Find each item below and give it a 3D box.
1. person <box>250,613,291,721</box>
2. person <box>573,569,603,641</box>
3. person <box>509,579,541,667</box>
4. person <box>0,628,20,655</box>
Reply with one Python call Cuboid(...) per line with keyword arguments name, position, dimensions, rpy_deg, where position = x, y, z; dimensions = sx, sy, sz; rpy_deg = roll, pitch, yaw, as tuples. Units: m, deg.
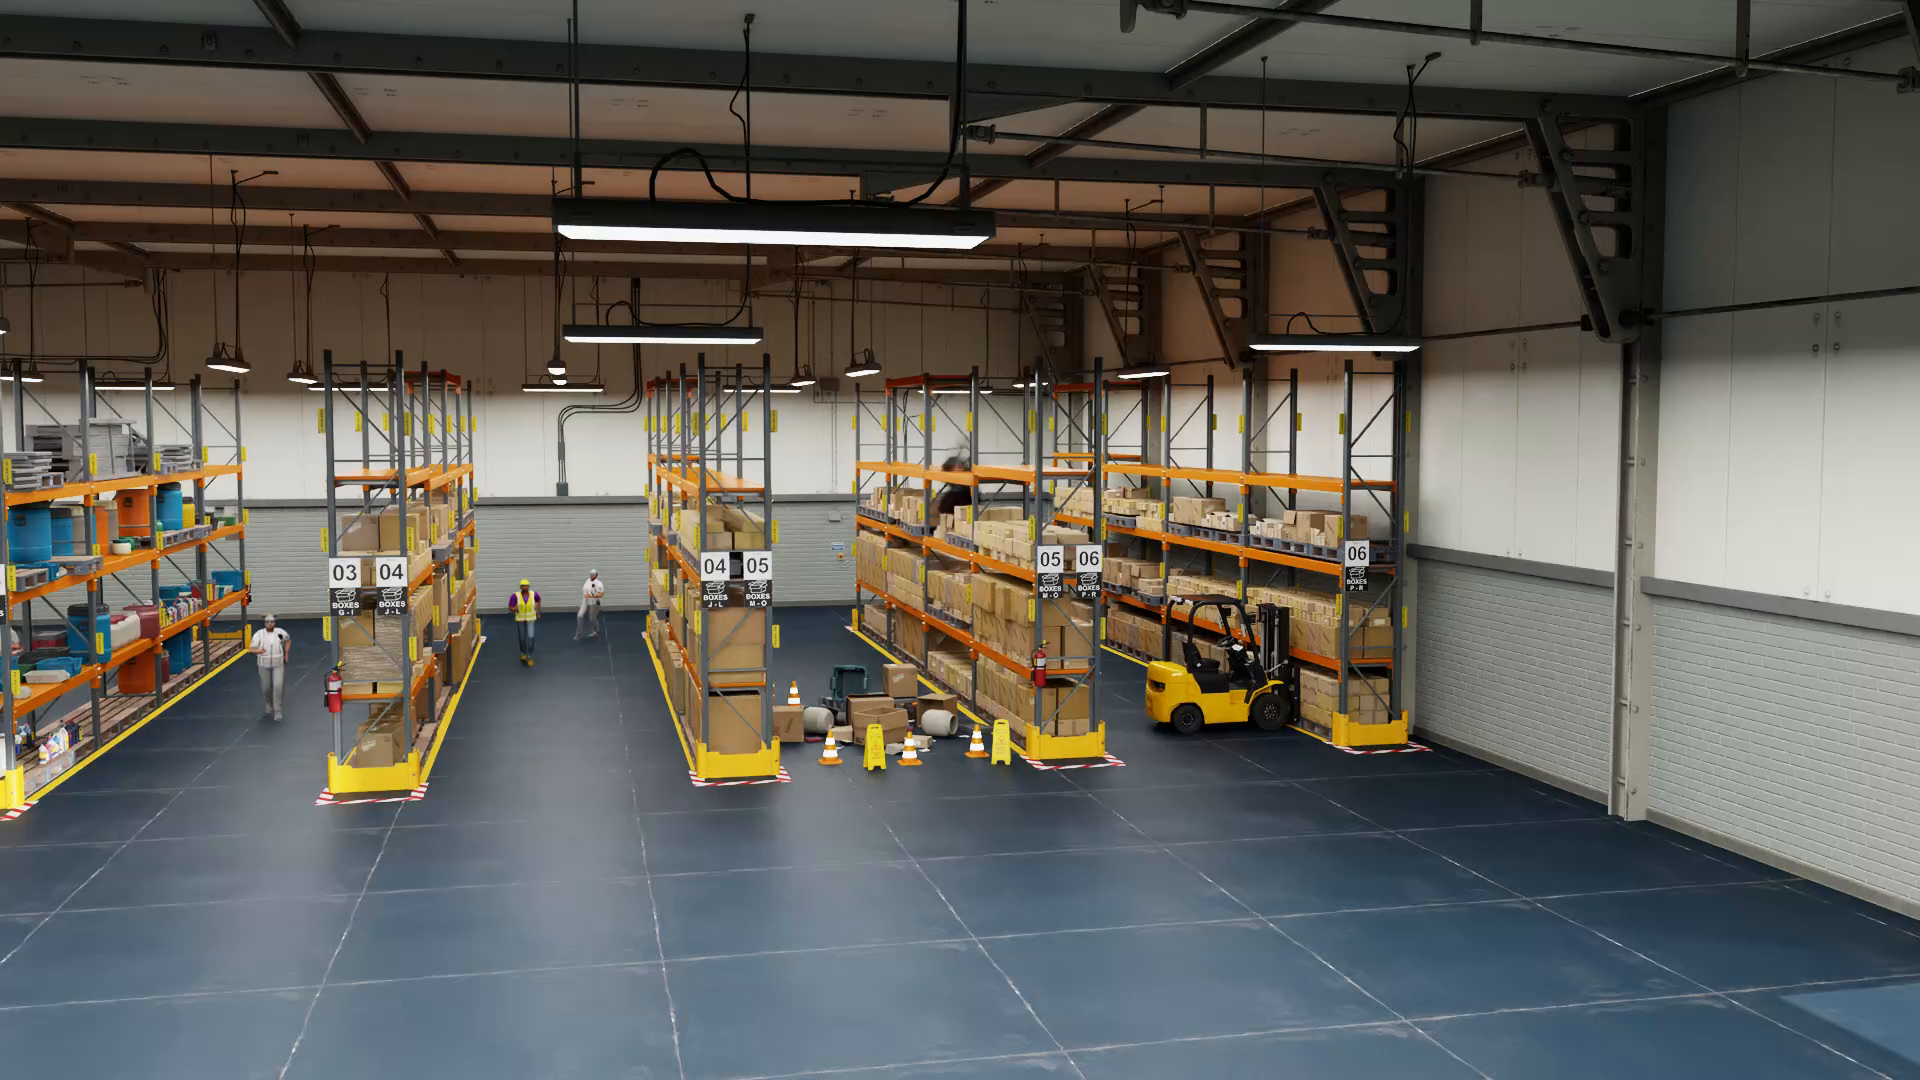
Cuboid(name="person", position=(-11.718, 2.127, 28.284), dimensions=(0.659, 1.791, 0.967), rpy_deg=(-2, 4, -24))
Cuboid(name="person", position=(-8.544, 1.502, 38.639), dimensions=(0.620, 1.663, 0.773), rpy_deg=(1, 4, 20))
Cuboid(name="person", position=(-9.080, 1.706, 34.678), dimensions=(0.623, 1.810, 0.855), rpy_deg=(-1, 4, -11))
Cuboid(name="person", position=(-16.360, 2.109, 28.290), dimensions=(0.651, 1.781, 0.961), rpy_deg=(-1, 4, -20))
